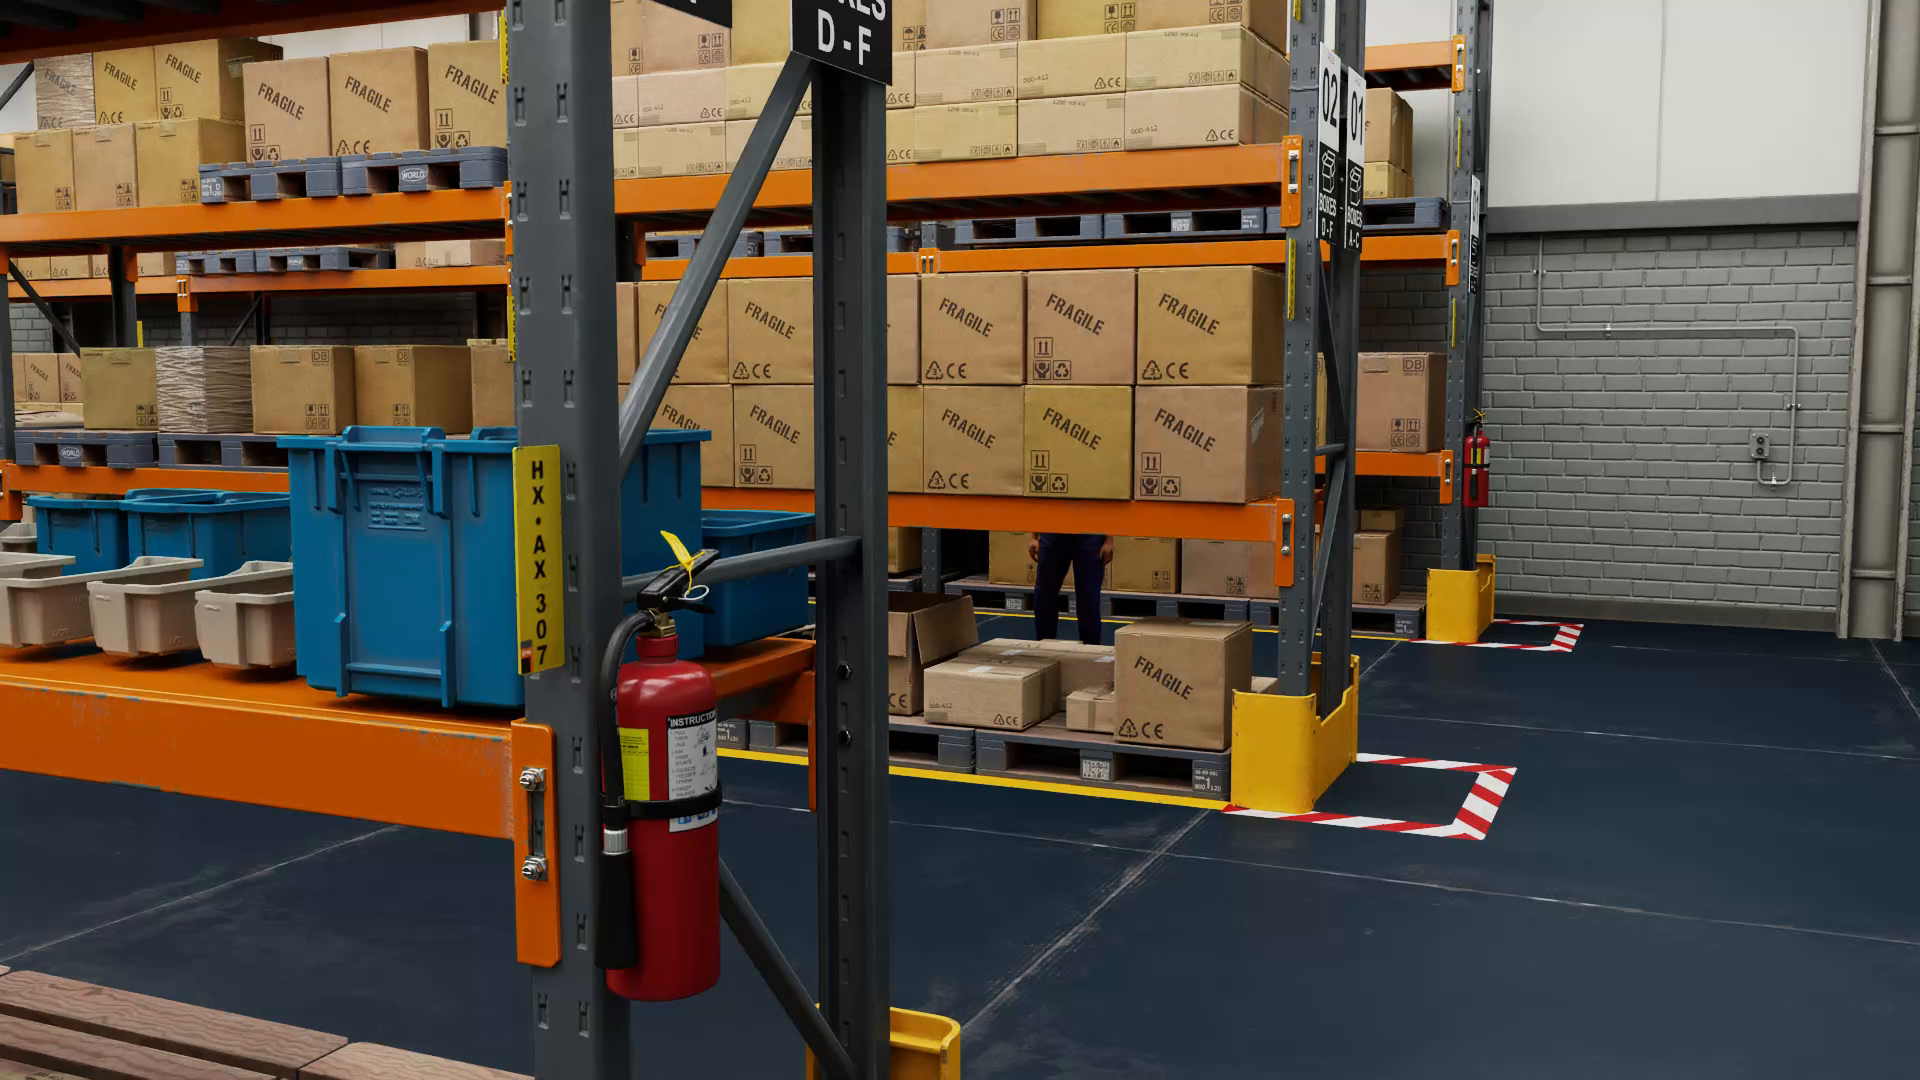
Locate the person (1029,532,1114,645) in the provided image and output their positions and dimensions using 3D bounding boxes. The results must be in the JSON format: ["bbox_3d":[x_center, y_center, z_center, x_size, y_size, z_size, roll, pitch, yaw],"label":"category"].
[{"bbox_3d":[0.668,0.022,10.100,0.564,1.651,0.367,2,6,20],"label":"person"}]
